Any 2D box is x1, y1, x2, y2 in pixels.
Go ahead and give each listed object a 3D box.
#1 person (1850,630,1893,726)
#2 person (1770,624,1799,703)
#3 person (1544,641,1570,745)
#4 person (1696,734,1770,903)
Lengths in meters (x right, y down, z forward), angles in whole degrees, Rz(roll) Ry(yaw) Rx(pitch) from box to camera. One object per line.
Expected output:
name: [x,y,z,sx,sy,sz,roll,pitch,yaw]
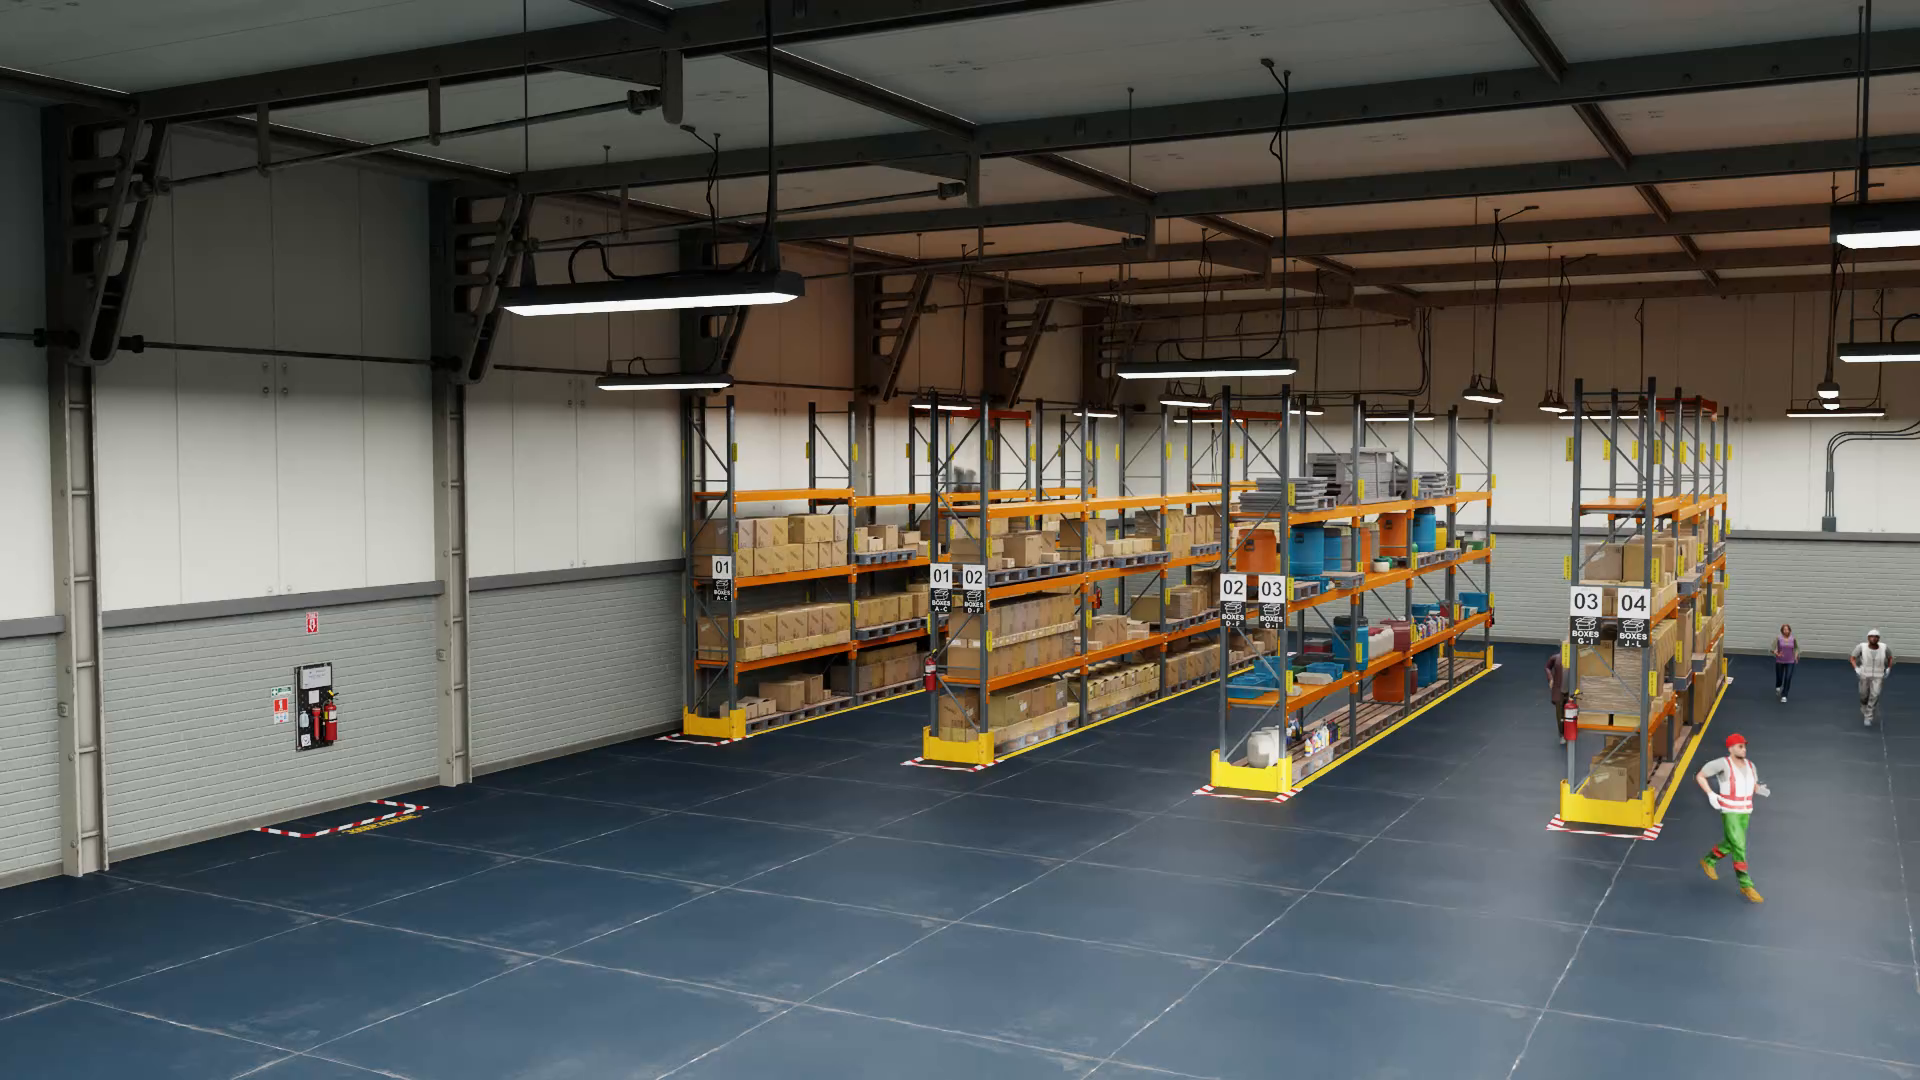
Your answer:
person: [16.832,2.521,30.707,0.706,1.761,0.832,1,3,23]
person: [16.560,2.463,33.386,0.538,1.560,0.665,1,3,18]
person: [10.482,2.620,28.808,0.711,1.769,0.900,1,3,22]
person: [8.782,3.096,18.871,0.651,1.805,0.979,-1,3,-22]
